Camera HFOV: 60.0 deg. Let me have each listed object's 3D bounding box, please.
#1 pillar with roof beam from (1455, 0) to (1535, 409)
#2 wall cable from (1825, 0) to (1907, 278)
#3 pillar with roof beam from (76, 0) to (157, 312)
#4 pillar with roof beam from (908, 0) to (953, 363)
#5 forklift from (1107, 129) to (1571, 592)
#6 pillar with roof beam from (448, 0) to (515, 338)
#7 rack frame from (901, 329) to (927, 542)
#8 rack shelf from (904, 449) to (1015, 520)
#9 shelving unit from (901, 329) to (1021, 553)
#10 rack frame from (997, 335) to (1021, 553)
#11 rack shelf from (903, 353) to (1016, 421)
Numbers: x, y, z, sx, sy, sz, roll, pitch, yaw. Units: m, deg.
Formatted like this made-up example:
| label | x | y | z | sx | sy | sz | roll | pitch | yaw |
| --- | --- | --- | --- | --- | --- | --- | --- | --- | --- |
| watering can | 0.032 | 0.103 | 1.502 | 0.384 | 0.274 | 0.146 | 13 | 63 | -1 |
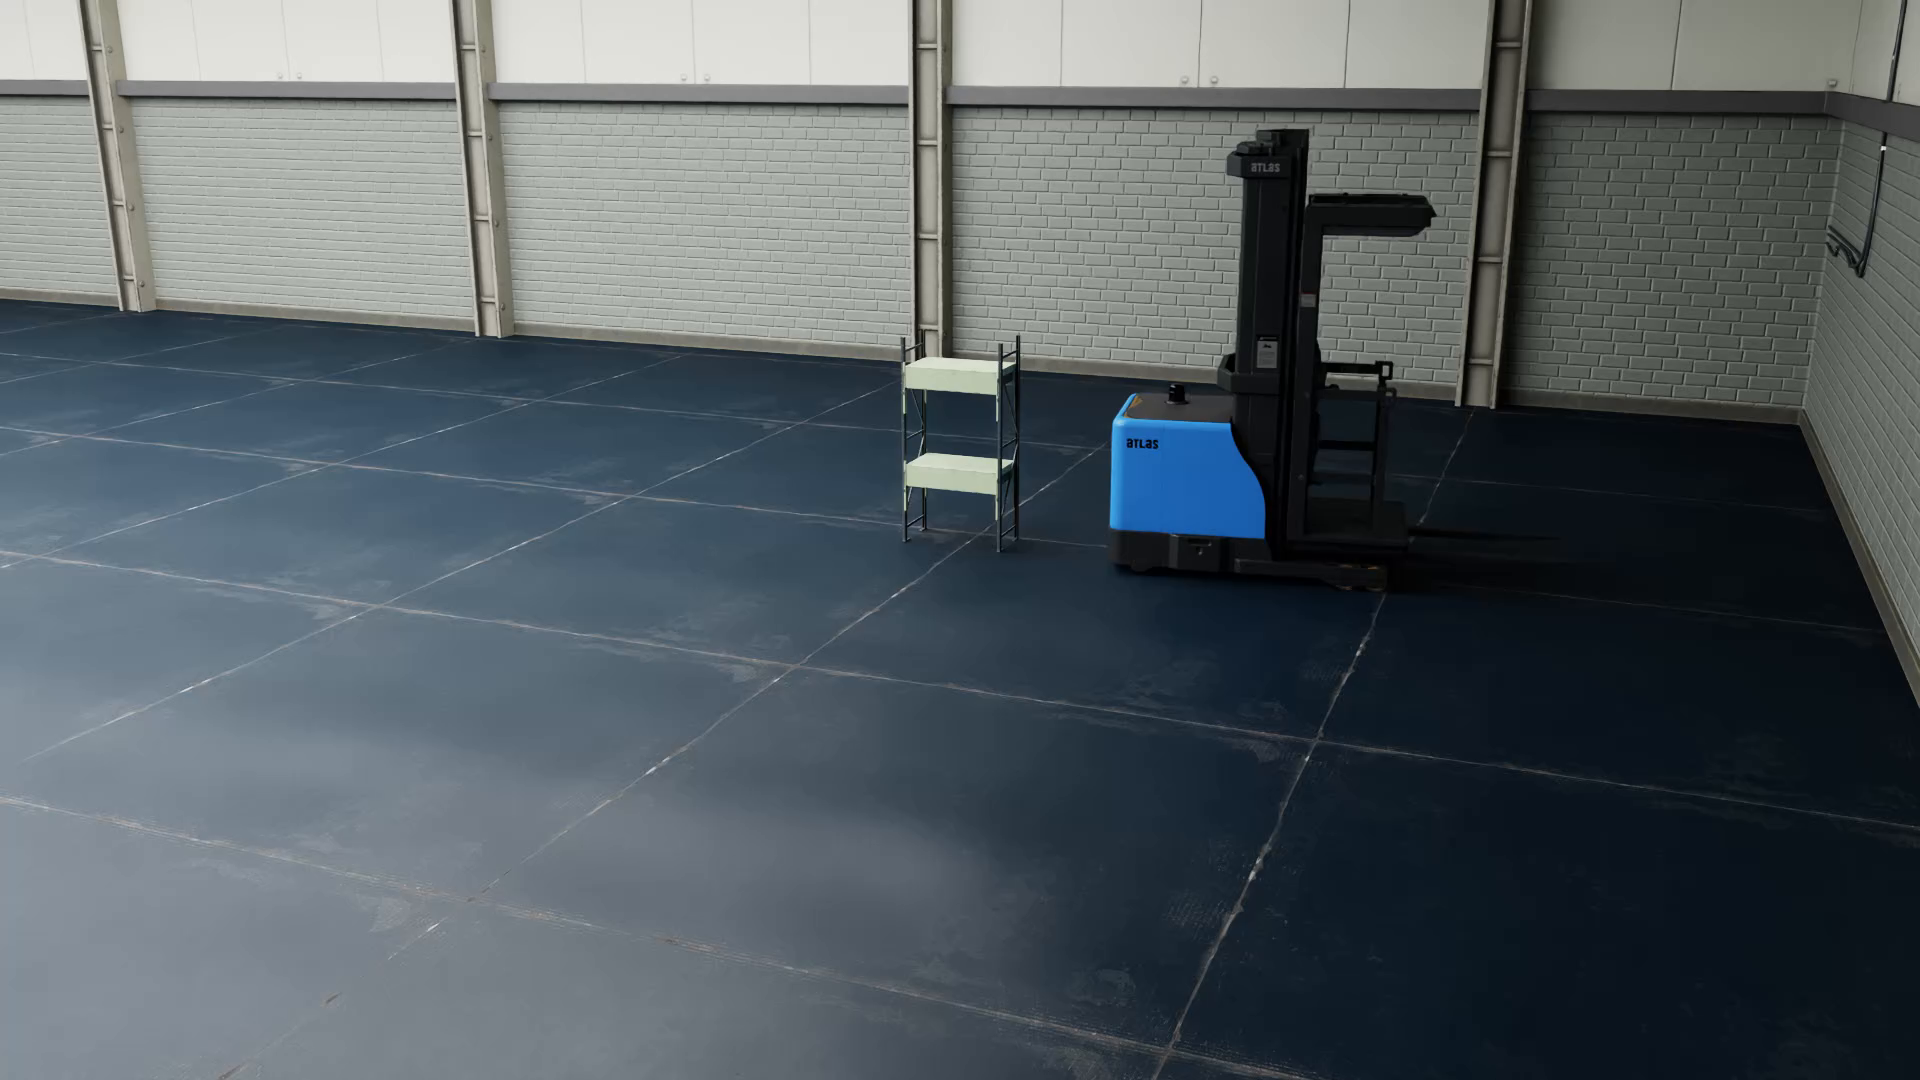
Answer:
| label | x | y | z | sx | sy | sz | roll | pitch | yaw |
| --- | --- | --- | --- | --- | --- | --- | --- | --- | --- |
| pillar with roof beam | 3.678 | -4.584 | 11.823 | 0.400 | 9.000 | 9.100 | 6 | 17 | 21 |
| wall cable | 7.513 | -3.565 | 13.883 | 0.112 | 2.526 | 3.097 | 6 | 17 | 21 |
| pillar with roof beam | -13.066 | -6.425 | 18.166 | 0.400 | 9.000 | 9.100 | 6 | 17 | 21 |
| pillar with roof beam | -1.903 | -5.198 | 13.938 | 0.400 | 9.000 | 9.100 | 6 | 17 | 21 |
| forklift | 2.584 | -1.227 | 11.142 | 3.031 | 2.935 | 1.130 | 4 | 17 | 12 |
| pillar with roof beam | -7.485 | -5.812 | 16.052 | 0.400 | 9.000 | 9.100 | 6 | 17 | 21 |
| rack frame | -0.334 | -0.757 | 12.091 | 0.023 | 1.500 | 0.400 | 6 | 17 | 21 |
| rack shelf | 0.006 | -0.406 | 12.053 | 0.720 | 0.370 | 0.431 | 6 | 17 | 21 |
| shelving unit | 0.006 | -0.720 | 11.962 | 0.755 | 1.500 | 0.431 | 6 | 17 | 21 |
| rack frame | 0.347 | -0.682 | 11.833 | 0.023 | 1.500 | 0.400 | 6 | 17 | 21 |
| rack shelf | 0.006 | -1.094 | 11.853 | 0.720 | 0.370 | 0.431 | 6 | 17 | 21 |
